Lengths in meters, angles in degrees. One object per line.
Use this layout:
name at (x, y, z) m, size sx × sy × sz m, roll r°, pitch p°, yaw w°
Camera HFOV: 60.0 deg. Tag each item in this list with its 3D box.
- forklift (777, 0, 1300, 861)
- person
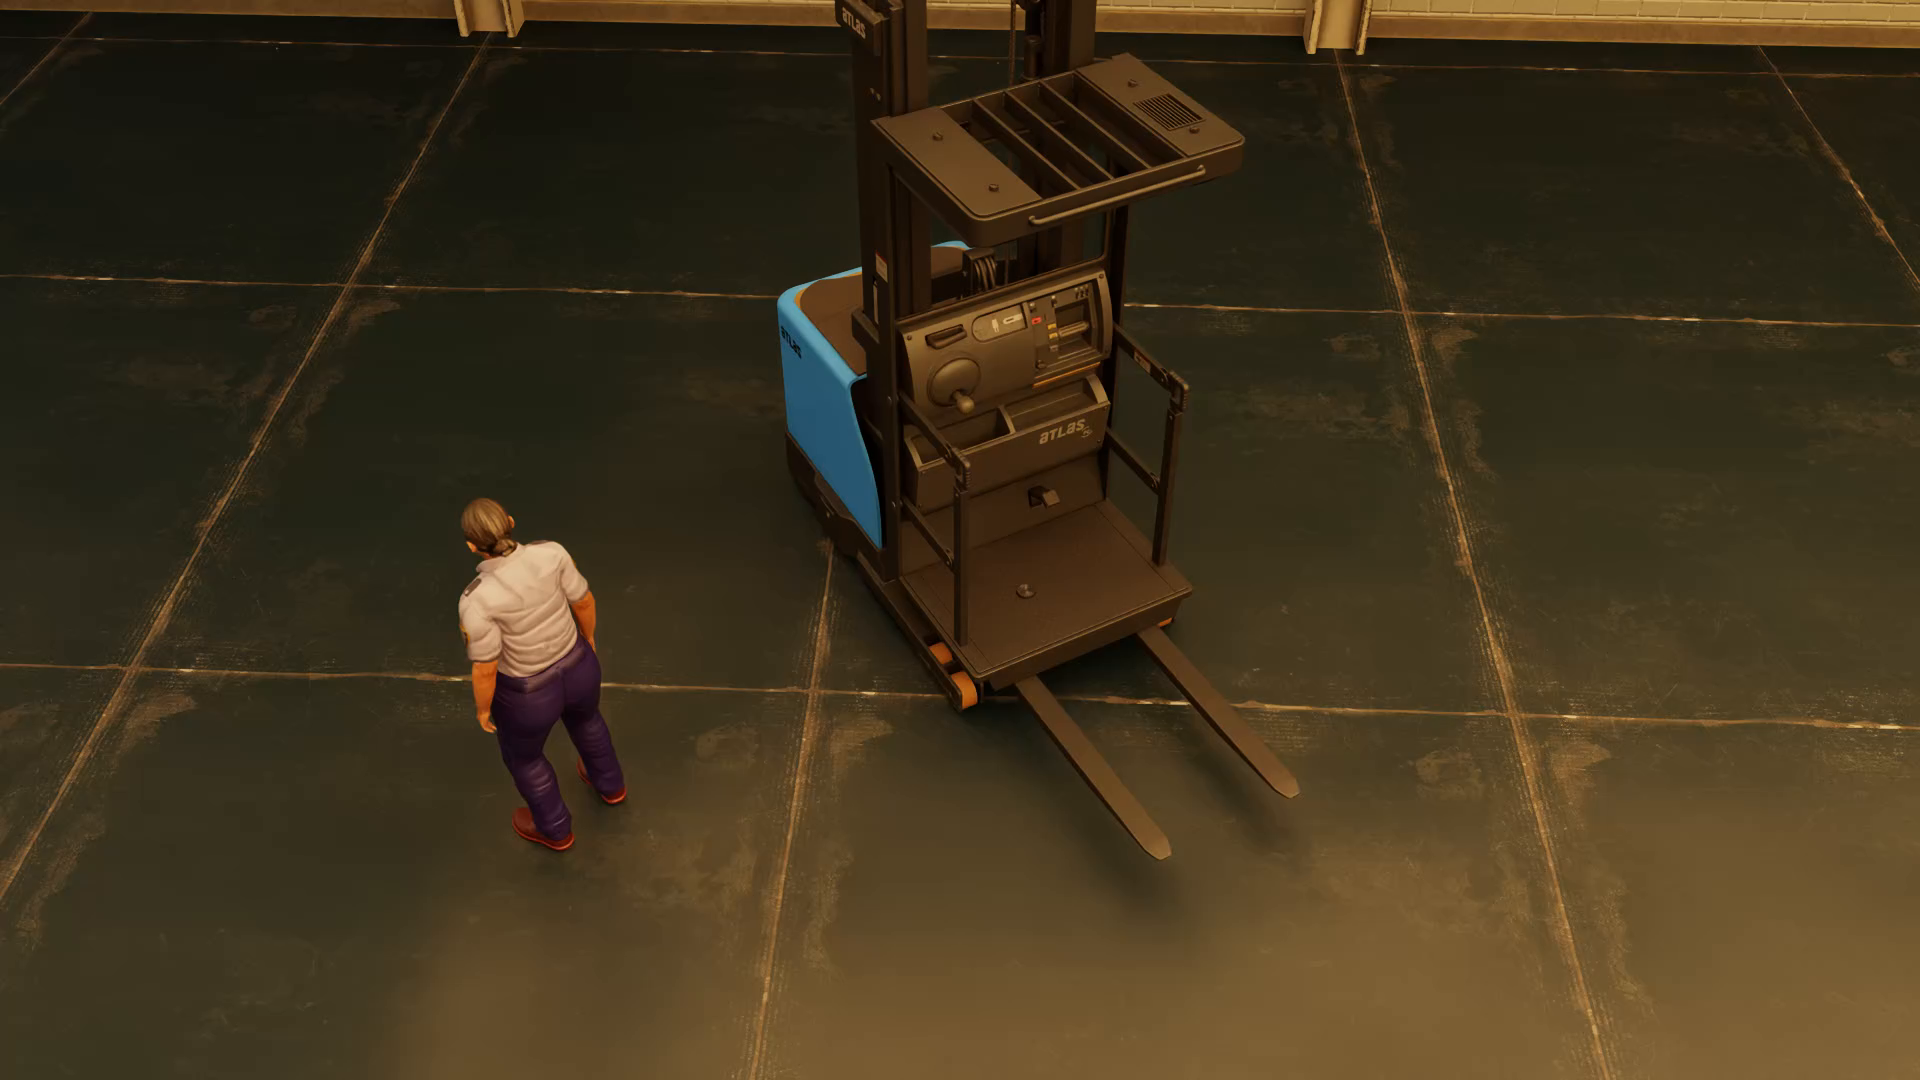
forklift at (0.306, -0.711, 6.522) m, size 1.130 × 2.935 × 3.031 m, roll -21°, pitch 46°, yaw -21°
person at (-1.562, 0.506, 6.149) m, size 0.382 × 1.638 × 0.542 m, roll 30°, pitch 50°, yaw 29°
